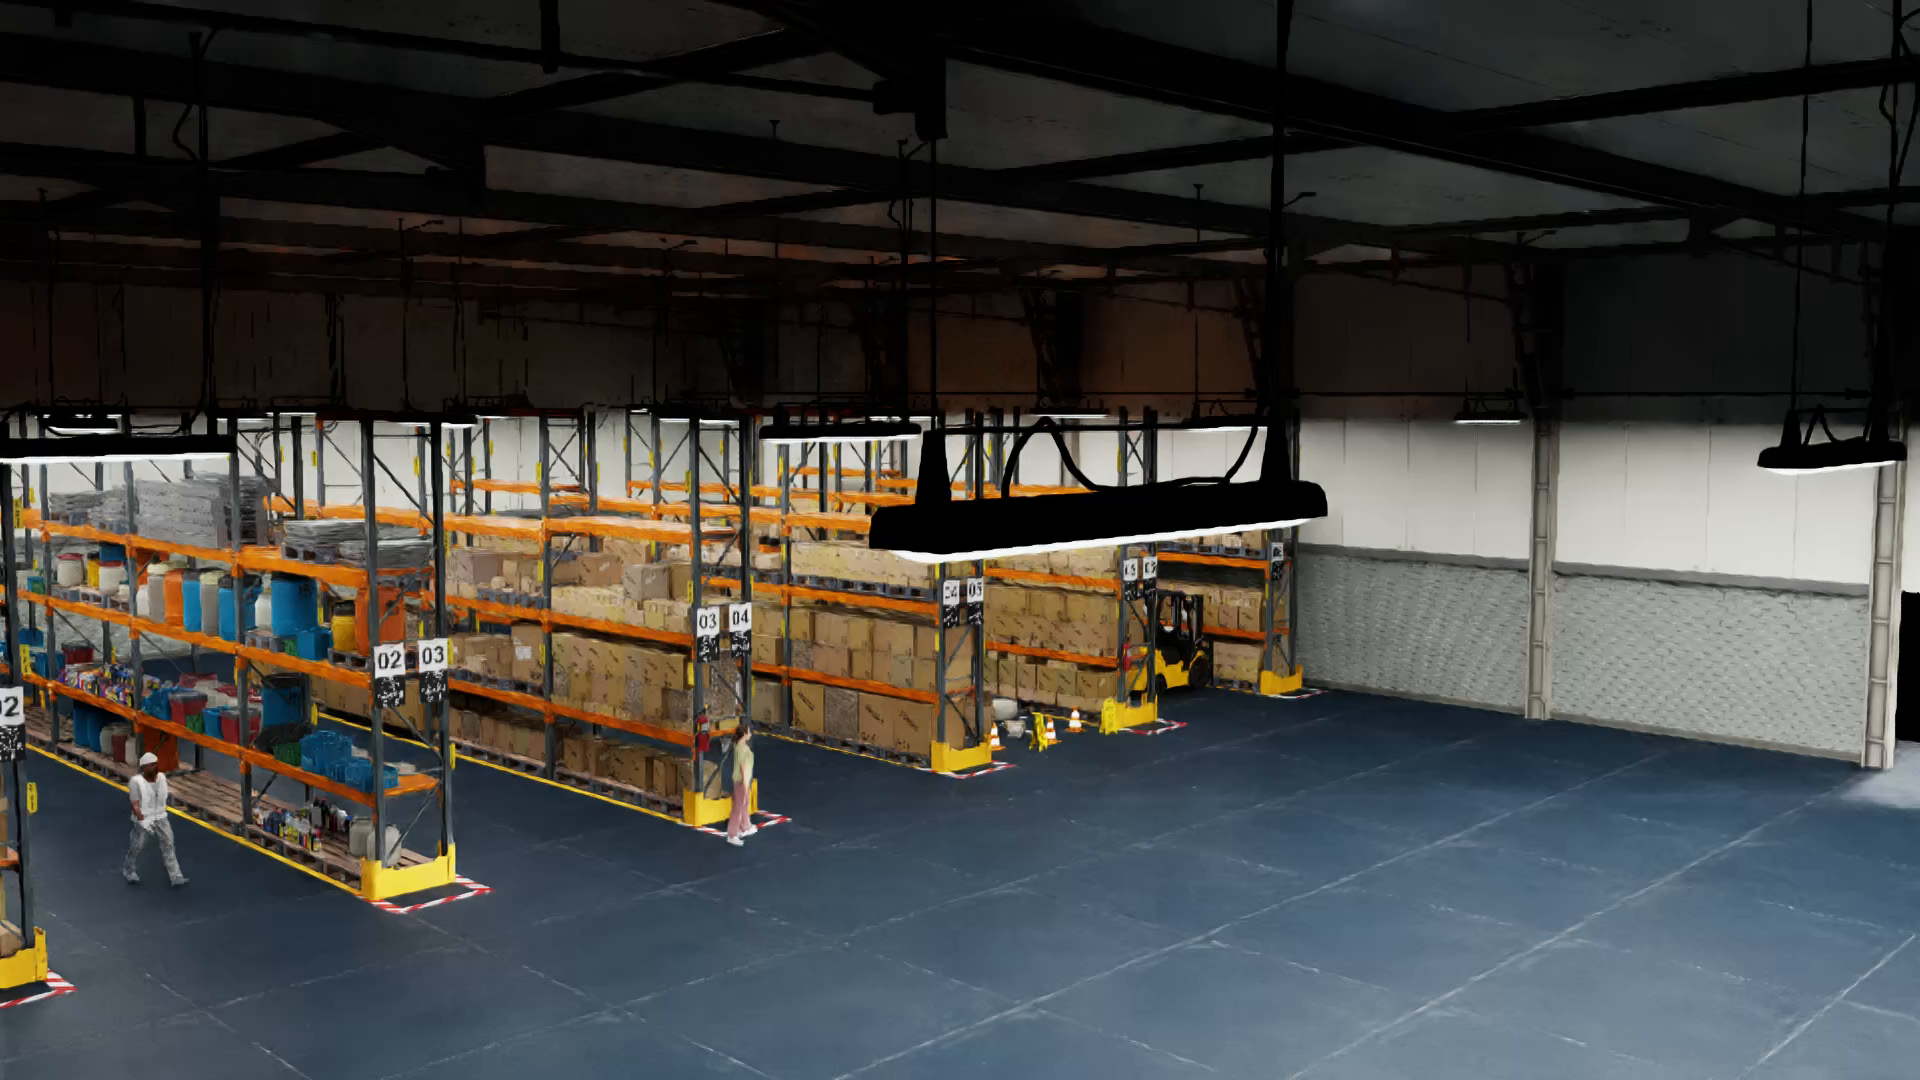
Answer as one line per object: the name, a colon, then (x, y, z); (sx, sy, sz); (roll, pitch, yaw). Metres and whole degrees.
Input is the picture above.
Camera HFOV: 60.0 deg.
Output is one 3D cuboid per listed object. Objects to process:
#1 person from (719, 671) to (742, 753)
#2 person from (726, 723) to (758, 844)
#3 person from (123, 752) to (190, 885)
person: (-4.131, 2.859, 29.473); (0.560, 1.736, 0.926); (-3, 6, -30)
person: (-3.077, 3.416, 23.499); (0.499, 1.642, 0.652); (-1, 5, -15)
person: (-10.360, 3.574, 21.297); (1.031, 1.724, 0.553); (4, 6, 35)
